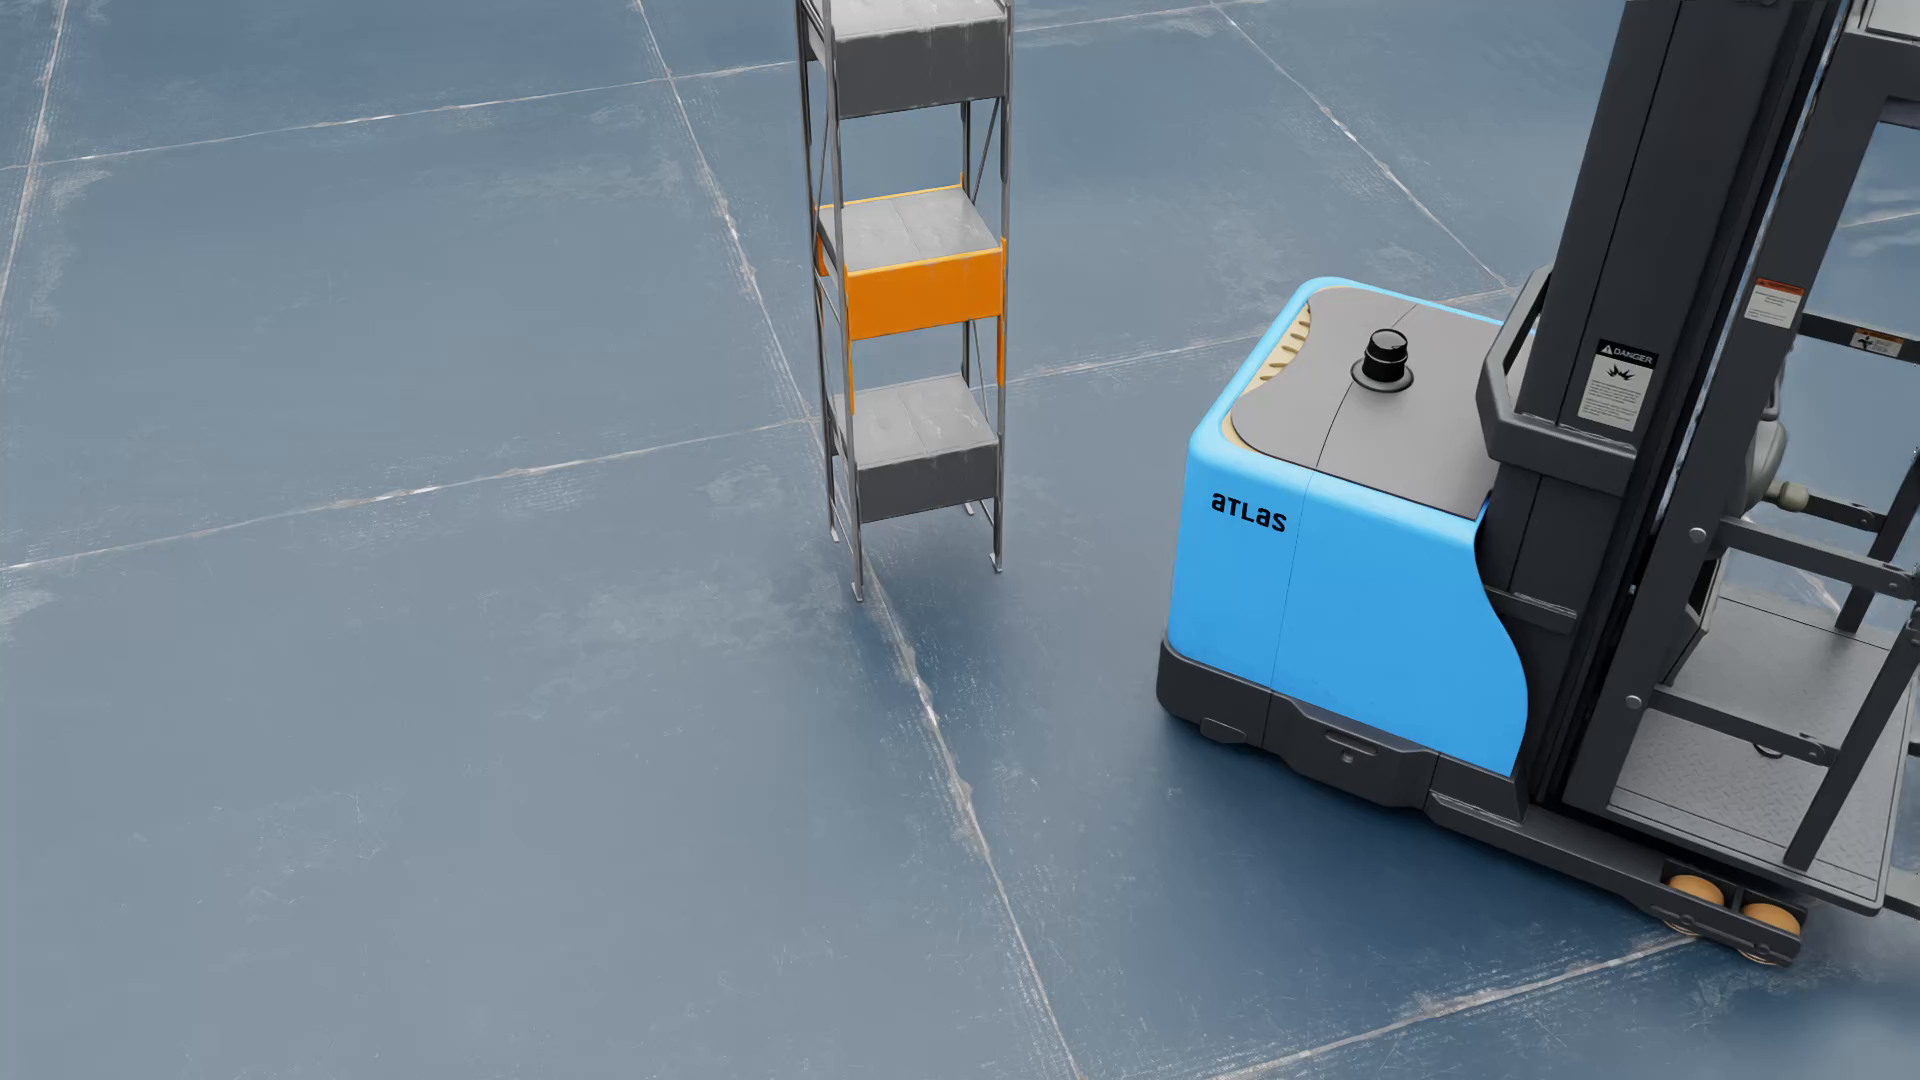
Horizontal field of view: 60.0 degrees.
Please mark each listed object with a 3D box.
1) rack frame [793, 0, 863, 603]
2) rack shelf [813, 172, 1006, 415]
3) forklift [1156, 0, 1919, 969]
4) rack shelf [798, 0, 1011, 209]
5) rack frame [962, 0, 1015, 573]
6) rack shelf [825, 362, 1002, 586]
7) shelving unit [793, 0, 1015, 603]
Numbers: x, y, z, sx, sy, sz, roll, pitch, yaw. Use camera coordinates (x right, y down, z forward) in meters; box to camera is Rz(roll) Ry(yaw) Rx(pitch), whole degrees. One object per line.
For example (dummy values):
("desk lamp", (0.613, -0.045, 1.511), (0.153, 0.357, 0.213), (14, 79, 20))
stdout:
("rack frame", (-0.391, -0.710, 4.967), (0.015, 2.100, 0.400), (-12, 42, -13))
("rack shelf", (-0.158, -0.748, 5.031), (0.480, 0.518, 0.431), (-12, 42, -13))
("forklift", (2.143, -0.373, 3.949), (3.031, 2.935, 1.130), (20, 45, 21))
("rack shelf", (-0.158, -1.275, 4.570), (0.480, 0.518, 0.431), (-12, 42, -13))
("rack frame", (0.075, -0.806, 5.077), (0.015, 2.100, 0.400), (-12, 42, -13))
("rack shelf", (-0.158, -0.221, 5.491), (0.480, 0.518, 0.431), (-12, 42, -13))
("shelving unit", (-0.158, -0.758, 5.022), (0.503, 2.100, 0.431), (-12, 42, -13))
